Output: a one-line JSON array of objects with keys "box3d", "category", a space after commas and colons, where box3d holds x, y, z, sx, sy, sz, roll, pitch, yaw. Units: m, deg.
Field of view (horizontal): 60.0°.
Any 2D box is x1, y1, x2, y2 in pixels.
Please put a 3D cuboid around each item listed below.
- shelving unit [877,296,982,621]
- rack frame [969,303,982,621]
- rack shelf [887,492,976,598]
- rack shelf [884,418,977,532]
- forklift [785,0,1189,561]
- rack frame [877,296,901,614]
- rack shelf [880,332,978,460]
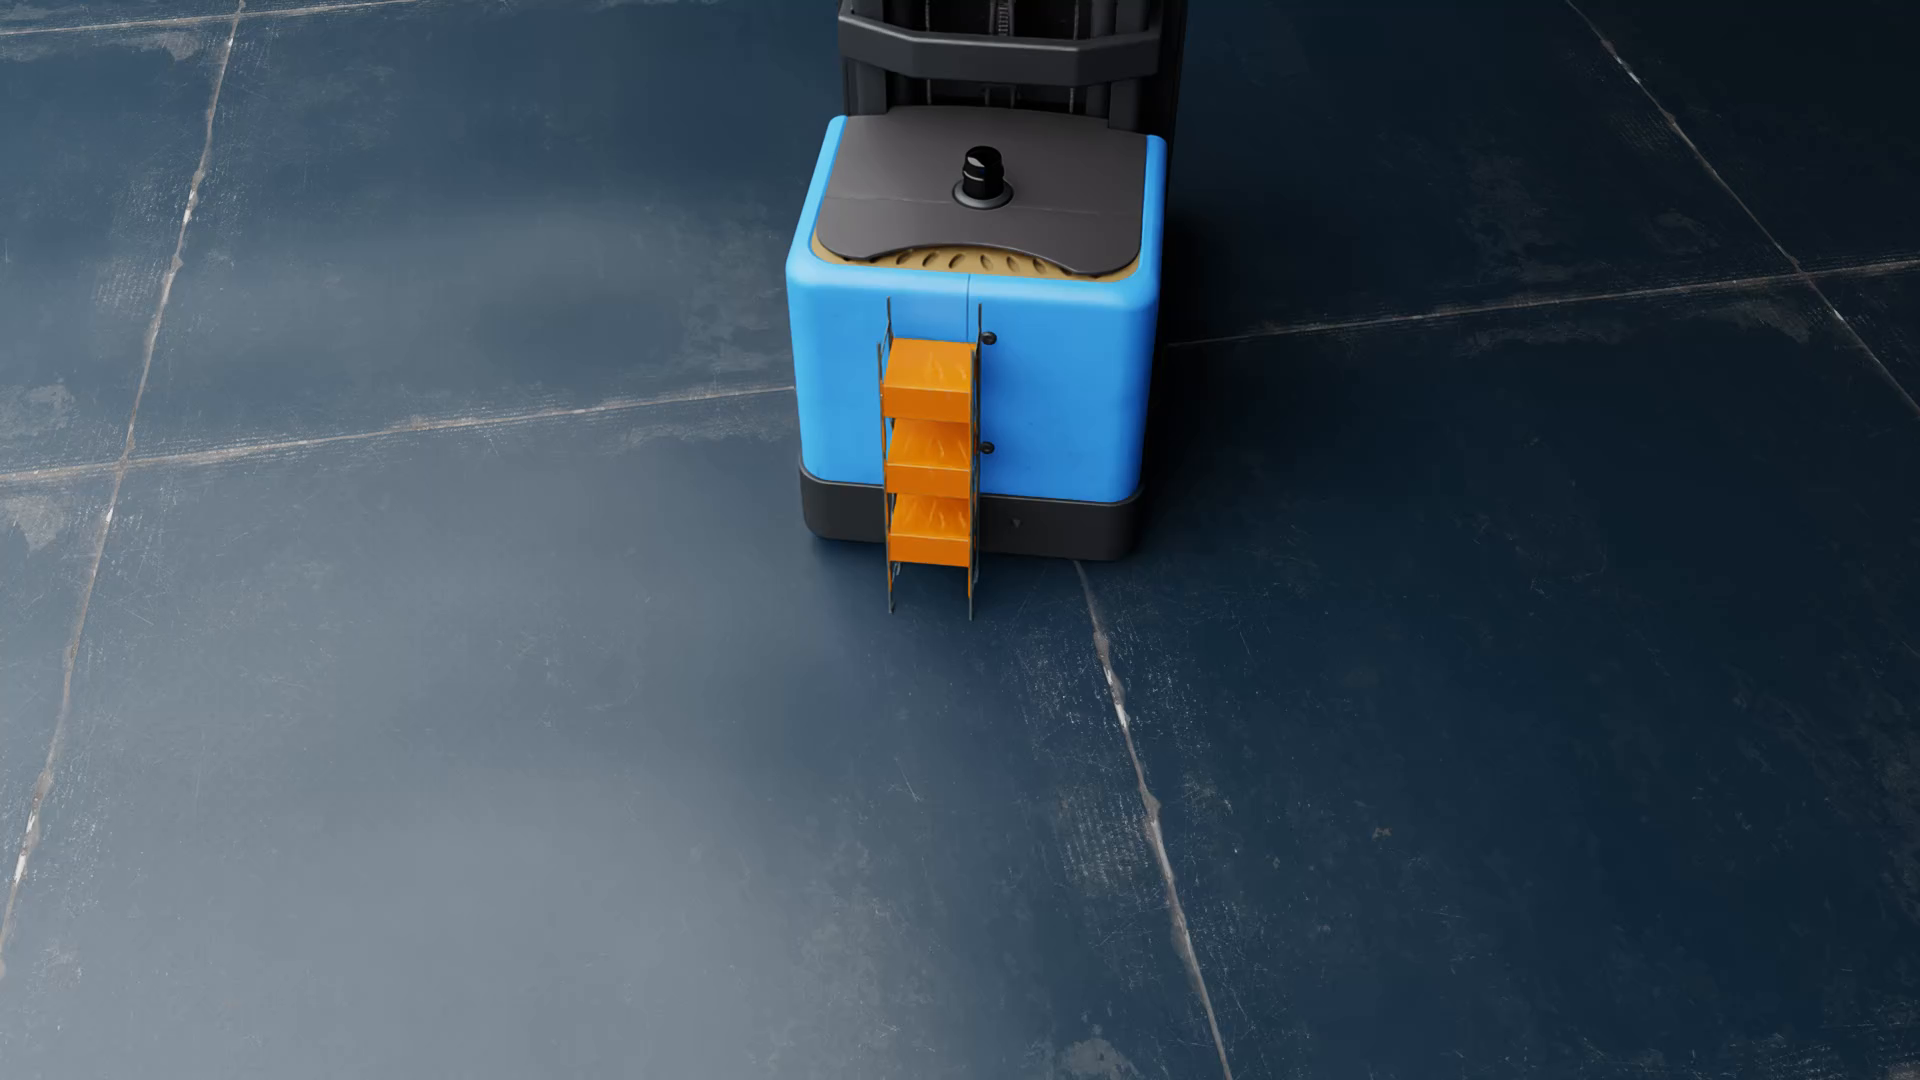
[{"box3d": [-0.078, -0.202, 4.715, 0.252, 1.050, 0.215, 5, 46, 4], "category": "shelving unit"}, {"box3d": [0.043, -0.192, 4.706, 0.008, 1.050, 0.200, 5, 46, 4], "category": "rack frame"}, {"box3d": [-0.078, -0.002, 4.923, 0.240, 0.259, 0.215, 5, 46, 4], "category": "rack shelf"}, {"box3d": [-0.078, -0.195, 4.723, 0.240, 0.259, 0.215, 5, 46, 4], "category": "rack shelf"}, {"box3d": [0.190, -2.020, 5.161, 1.130, 2.935, 3.031, 5, 46, 4], "category": "forklift"}, {"box3d": [-0.199, -0.212, 4.725, 0.008, 1.050, 0.200, 5, 46, 4], "category": "rack frame"}, {"box3d": [-0.078, -0.391, 4.519, 0.240, 0.259, 0.215, 5, 46, 4], "category": "rack shelf"}]
